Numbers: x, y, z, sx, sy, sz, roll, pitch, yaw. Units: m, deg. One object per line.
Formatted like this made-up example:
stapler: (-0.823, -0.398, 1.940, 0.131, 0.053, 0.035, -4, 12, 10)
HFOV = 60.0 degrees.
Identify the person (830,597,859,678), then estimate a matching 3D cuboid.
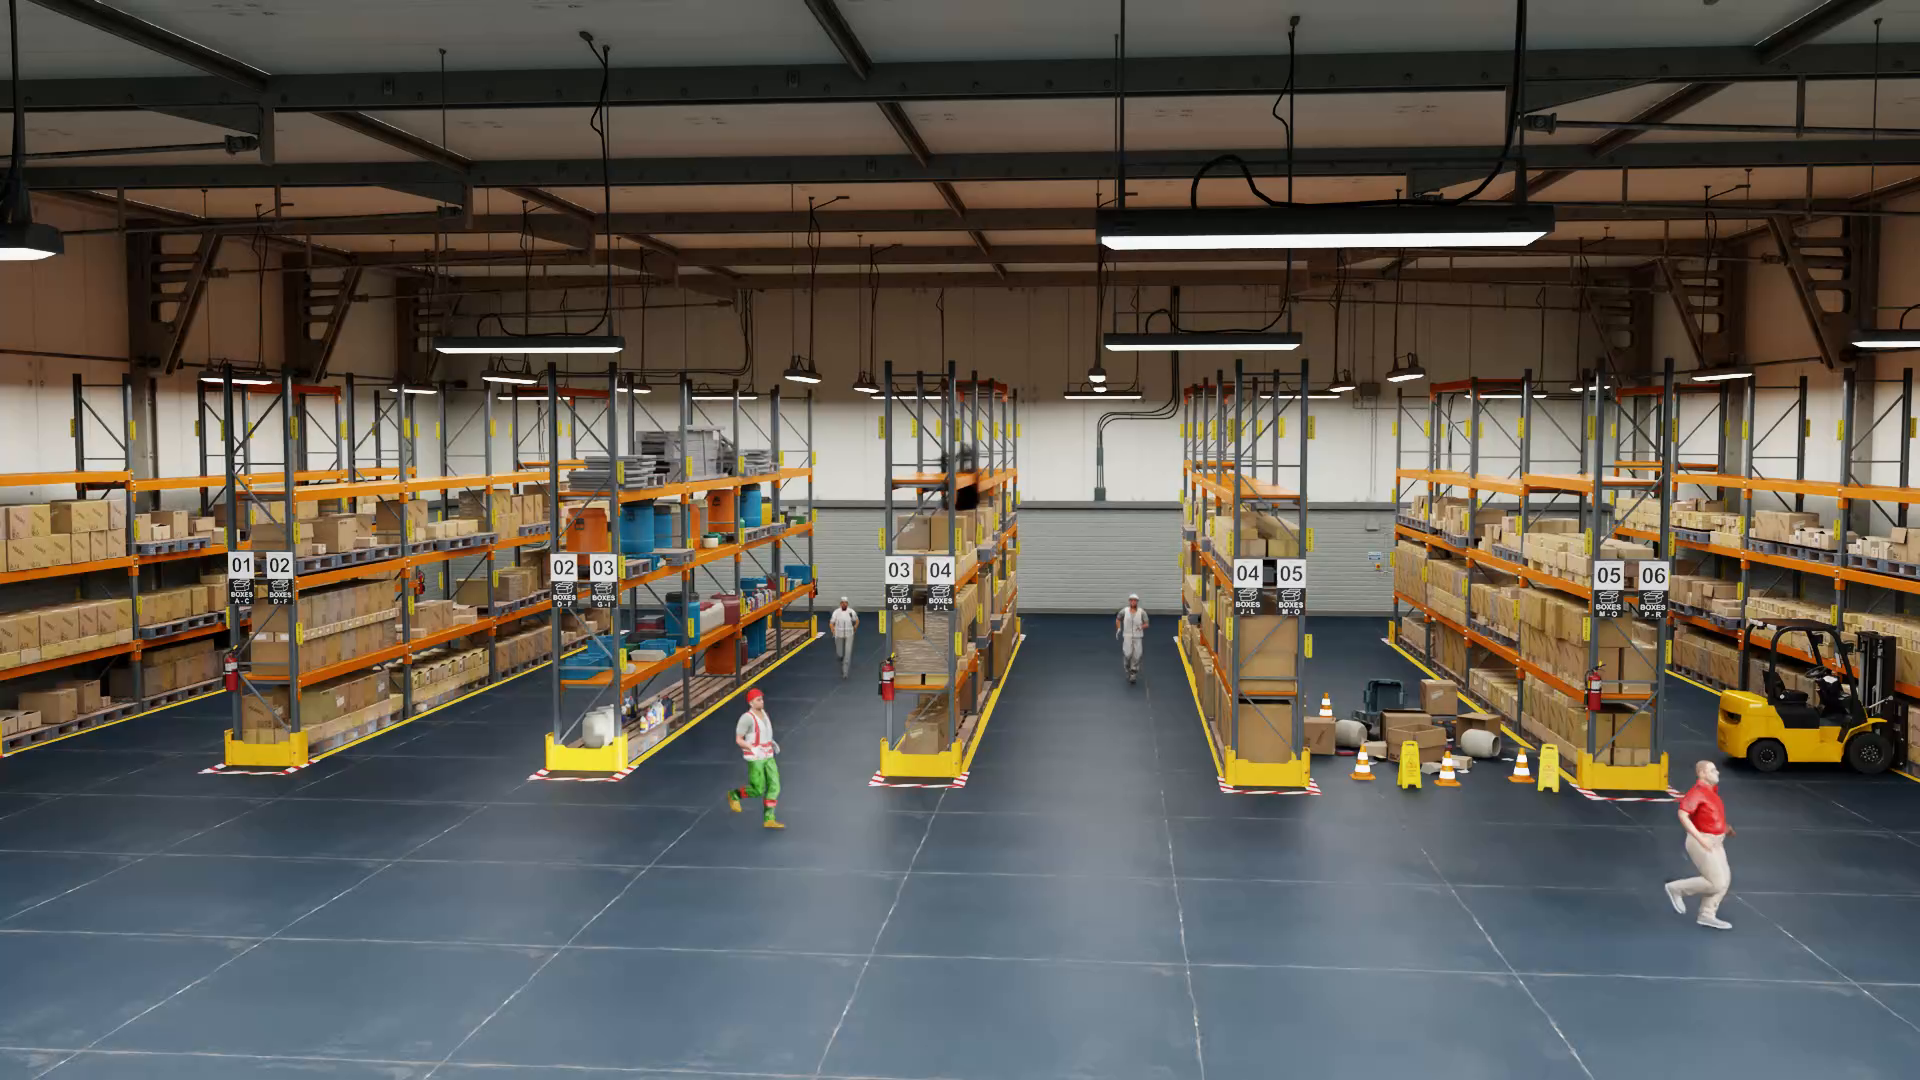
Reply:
person: (-2.354, 1.971, 33.945, 0.608, 1.643, 0.685, 0, 4, -5)

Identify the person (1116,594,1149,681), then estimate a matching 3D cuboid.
person: (3.419, 1.943, 32.933, 0.651, 1.742, 0.640, 0, 4, 4)

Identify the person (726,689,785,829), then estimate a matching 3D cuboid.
person: (-2.561, 2.749, 21.049, 0.848, 1.748, 0.669, 2, 4, 32)

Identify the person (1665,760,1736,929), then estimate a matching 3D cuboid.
person: (7.490, 3.056, 16.798, 0.619, 1.678, 0.679, 3, 5, 39)
